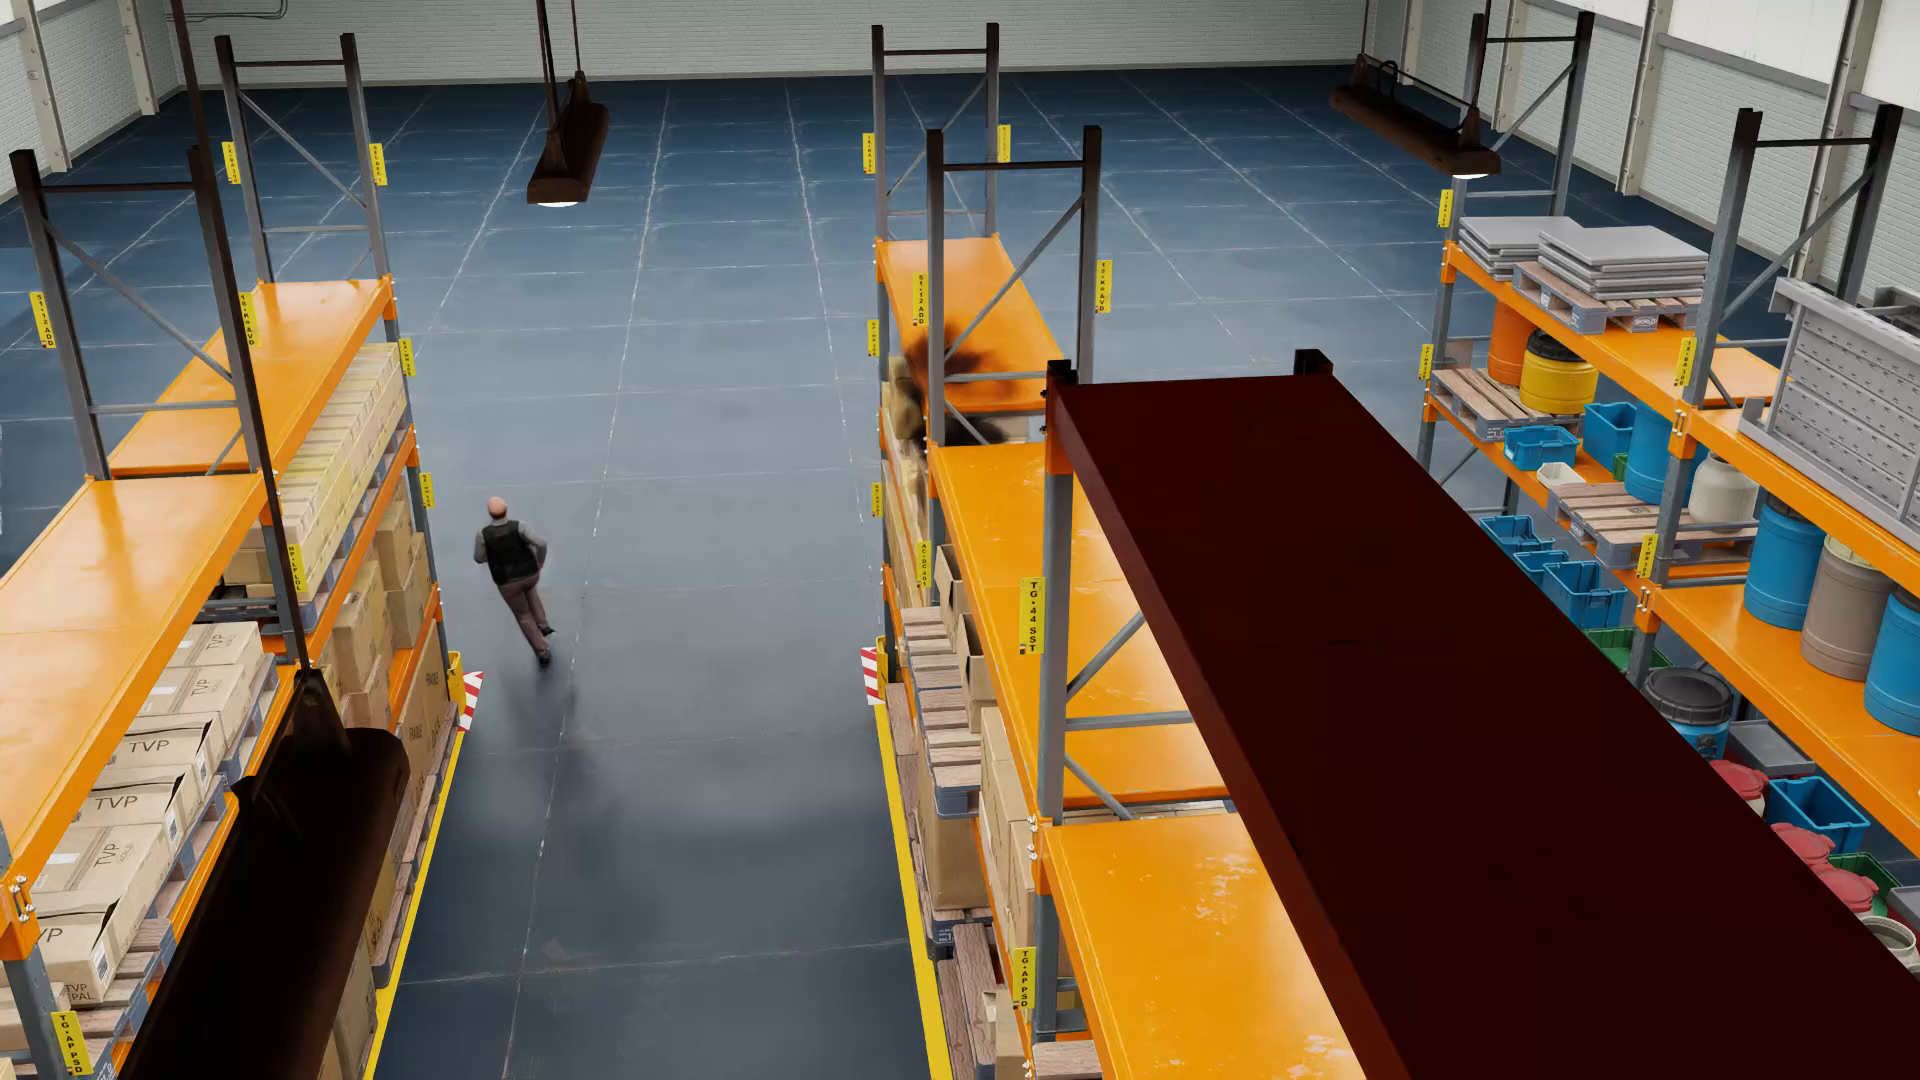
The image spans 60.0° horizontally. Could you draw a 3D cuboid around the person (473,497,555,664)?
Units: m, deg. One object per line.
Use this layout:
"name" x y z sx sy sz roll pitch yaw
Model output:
"person" -4.211 0.355 15.791 0.716 1.664 0.744 -14 29 -27
